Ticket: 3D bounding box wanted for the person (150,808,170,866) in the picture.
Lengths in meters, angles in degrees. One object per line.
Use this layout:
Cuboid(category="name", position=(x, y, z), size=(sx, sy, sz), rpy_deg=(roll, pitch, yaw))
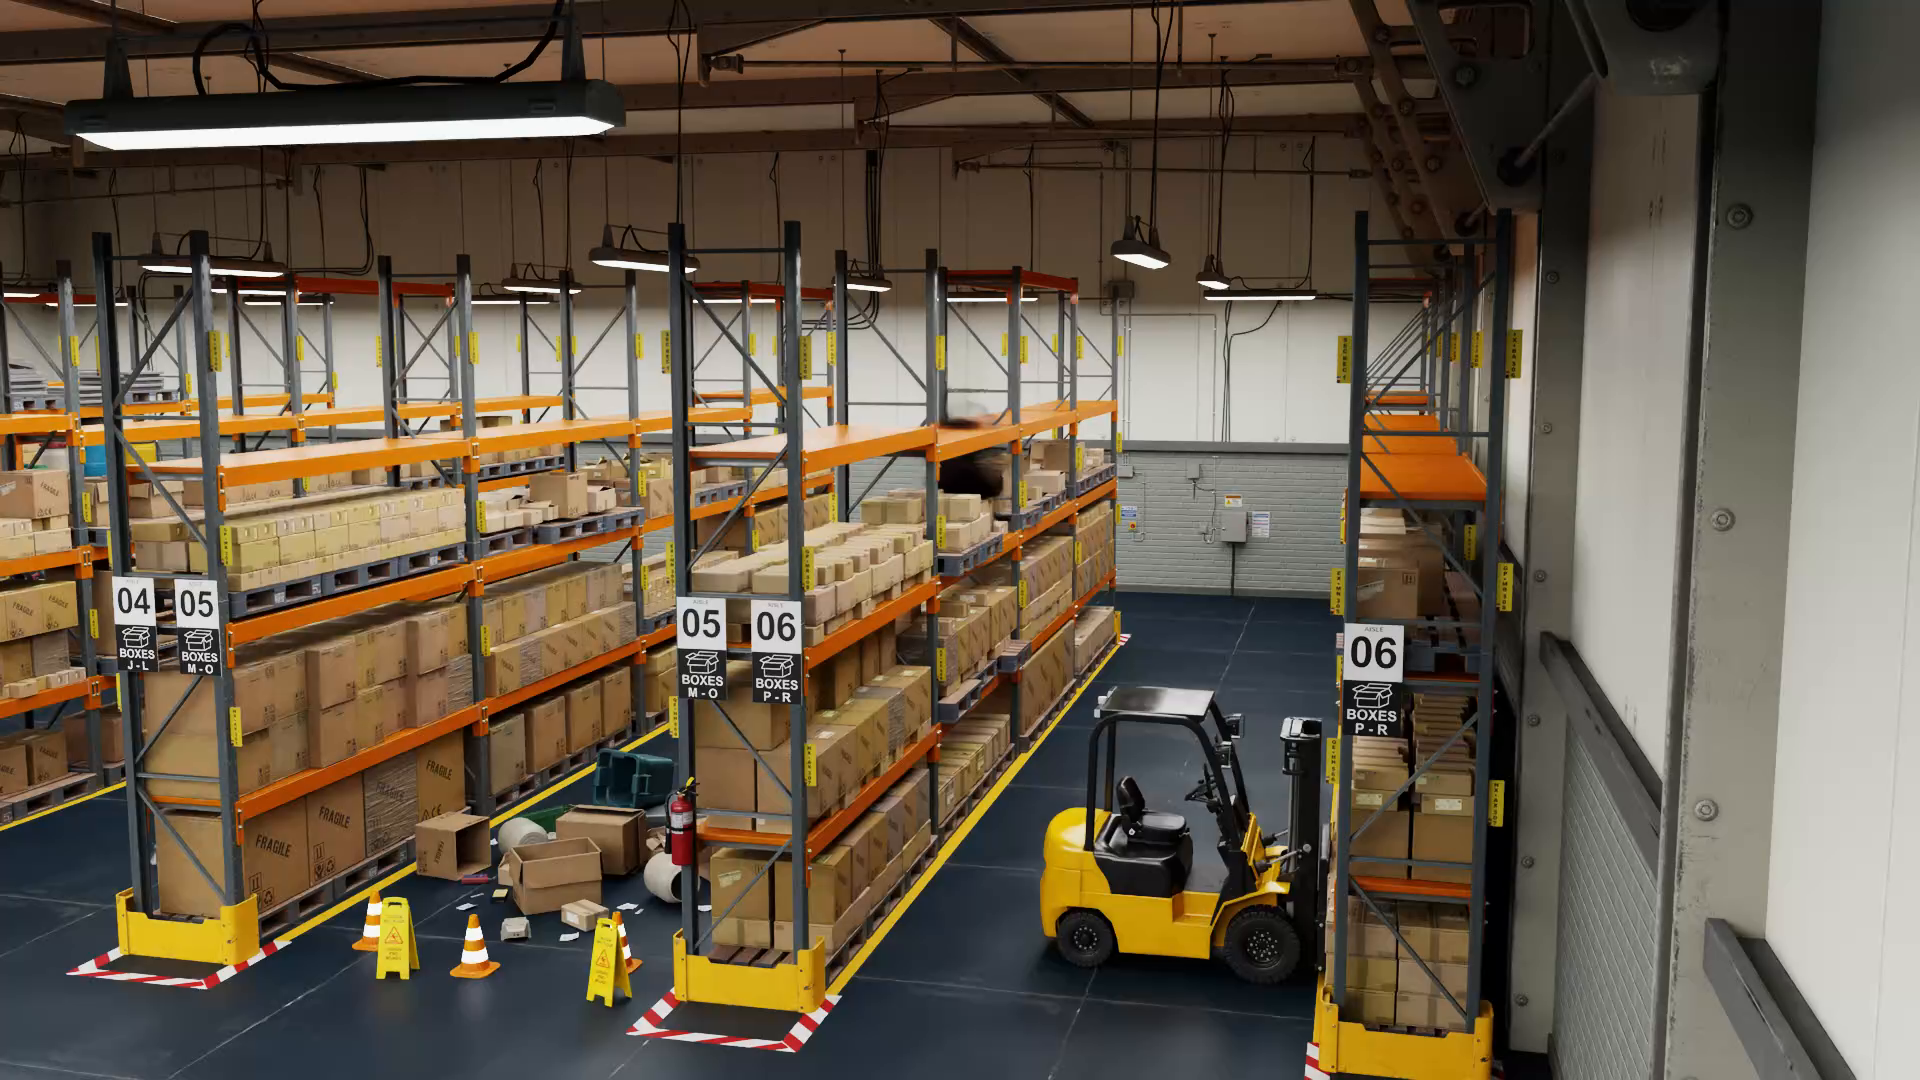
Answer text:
Cuboid(category="person", position=(-7.793, 2.248, 16.594), size=(0.646, 1.812, 0.830), rpy_deg=(1, 7, 6))
